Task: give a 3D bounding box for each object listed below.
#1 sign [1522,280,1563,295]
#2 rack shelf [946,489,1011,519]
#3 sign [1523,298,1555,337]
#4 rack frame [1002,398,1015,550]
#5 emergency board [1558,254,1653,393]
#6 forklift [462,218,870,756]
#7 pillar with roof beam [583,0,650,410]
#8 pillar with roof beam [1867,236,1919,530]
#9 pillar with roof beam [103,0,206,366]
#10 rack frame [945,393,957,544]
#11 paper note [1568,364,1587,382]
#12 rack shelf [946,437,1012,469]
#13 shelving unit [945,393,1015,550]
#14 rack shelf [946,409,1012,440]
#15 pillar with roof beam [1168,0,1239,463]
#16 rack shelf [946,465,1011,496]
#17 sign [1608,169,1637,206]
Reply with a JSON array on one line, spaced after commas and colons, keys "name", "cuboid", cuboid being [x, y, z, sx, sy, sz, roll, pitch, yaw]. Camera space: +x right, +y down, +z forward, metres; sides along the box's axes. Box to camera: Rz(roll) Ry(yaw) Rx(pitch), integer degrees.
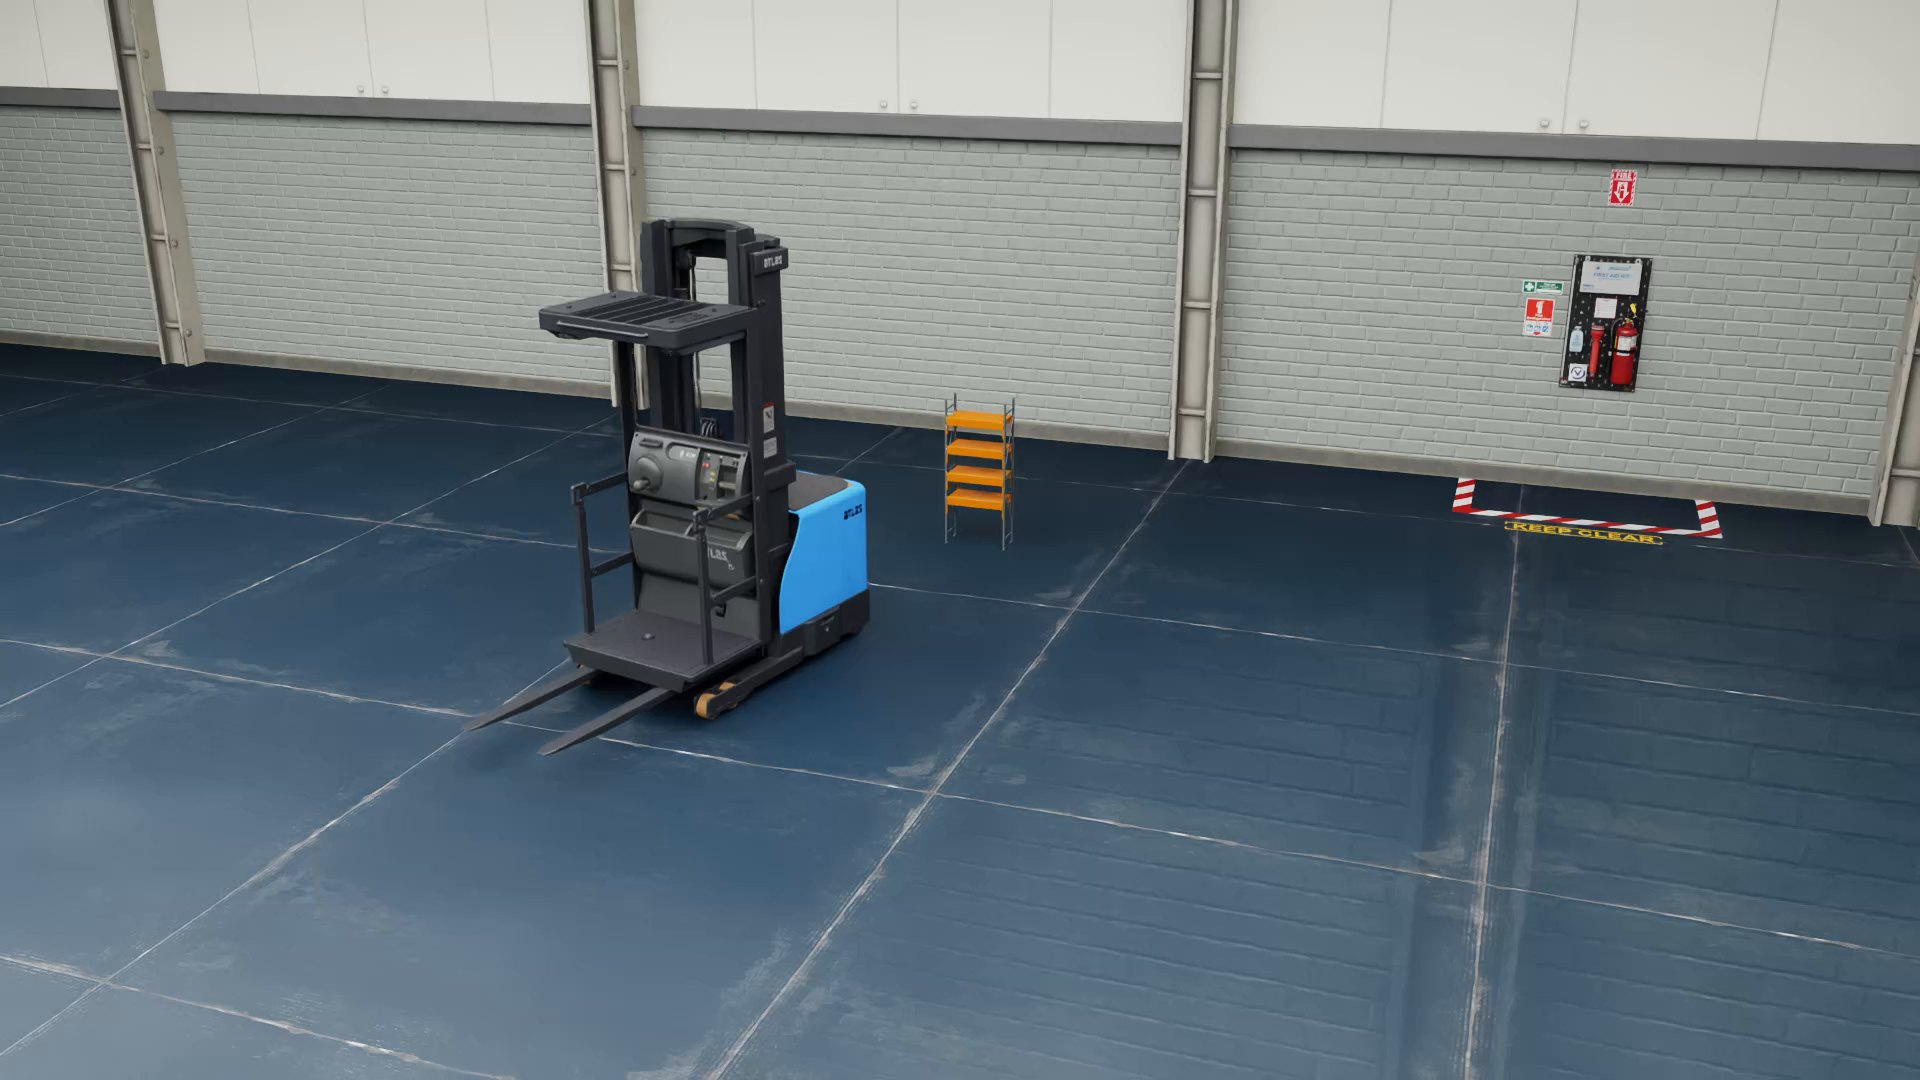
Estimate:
[{"name": "sign", "cuboid": [5.069, -2.197, 14.463, 0.331, 0.109, 0.001, 7, 20, 18]}, {"name": "rack shelf", "cuboid": [0.156, -0.298, 13.415, 0.480, 0.148, 0.258, 7, 20, 18]}, {"name": "sign", "cuboid": [5.068, -1.950, 14.560, 0.234, 0.329, 0.001, 7, 20, 18]}, {"name": "rack frame", "cuboid": [0.387, -0.522, 13.252, 0.015, 1.200, 0.240, 7, 20, 18]}, {"name": "emergency board", "cuboid": [5.556, -1.842, 14.302, 0.643, 1.169, 0.194, 7, 20, 18]}, {"name": "forklift", "cuboid": [-1.839, -0.437, 10.378, 1.130, 2.935, 3.031, 11, 22, 30]}, {"name": "pillar with roof beam", "cuboid": [-4.870, -4.353, 12.394, 0.400, 9.000, 9.100, 7, 20, 18]}, {"name": "pillar with roof beam", "cuboid": [6.465, -3.057, 8.675, 0.400, 9.000, 9.100, 7, 20, 18]}, {"name": "pillar with roof beam", "cuboid": [-10.538, -5.001, 14.253, 0.400, 9.000, 9.100, 7, 20, 18]}, {"name": "rack frame", "cuboid": [-0.074, -0.575, 13.403, 0.015, 1.200, 0.240, 7, 20, 18]}, {"name": "paper note", "cuboid": [5.411, -1.466, 14.564, 0.142, 0.148, 0.016, 7, 20, 18]}, {"name": "rack shelf", "cuboid": [0.156, -0.696, 13.276, 0.480, 0.148, 0.258, 7, 20, 18]}, {"name": "shelving unit", "cuboid": [0.156, -0.549, 13.327, 0.503, 1.200, 0.258, 7, 20, 18]}, {"name": "rack shelf", "cuboid": [0.156, -0.920, 13.198, 0.480, 0.148, 0.258, 7, 20, 18]}, {"name": "pillar with roof beam", "cuboid": [0.797, -3.705, 10.534, 0.400, 9.000, 9.100, 7, 20, 18]}, {"name": "rack shelf", "cuboid": [0.156, -0.485, 13.350, 0.480, 0.148, 0.258, 7, 20, 18]}, {"name": "sign", "cuboid": [5.581, -2.968, 14.012, 0.199, 0.298, 0.001, 7, 20, 18]}]
